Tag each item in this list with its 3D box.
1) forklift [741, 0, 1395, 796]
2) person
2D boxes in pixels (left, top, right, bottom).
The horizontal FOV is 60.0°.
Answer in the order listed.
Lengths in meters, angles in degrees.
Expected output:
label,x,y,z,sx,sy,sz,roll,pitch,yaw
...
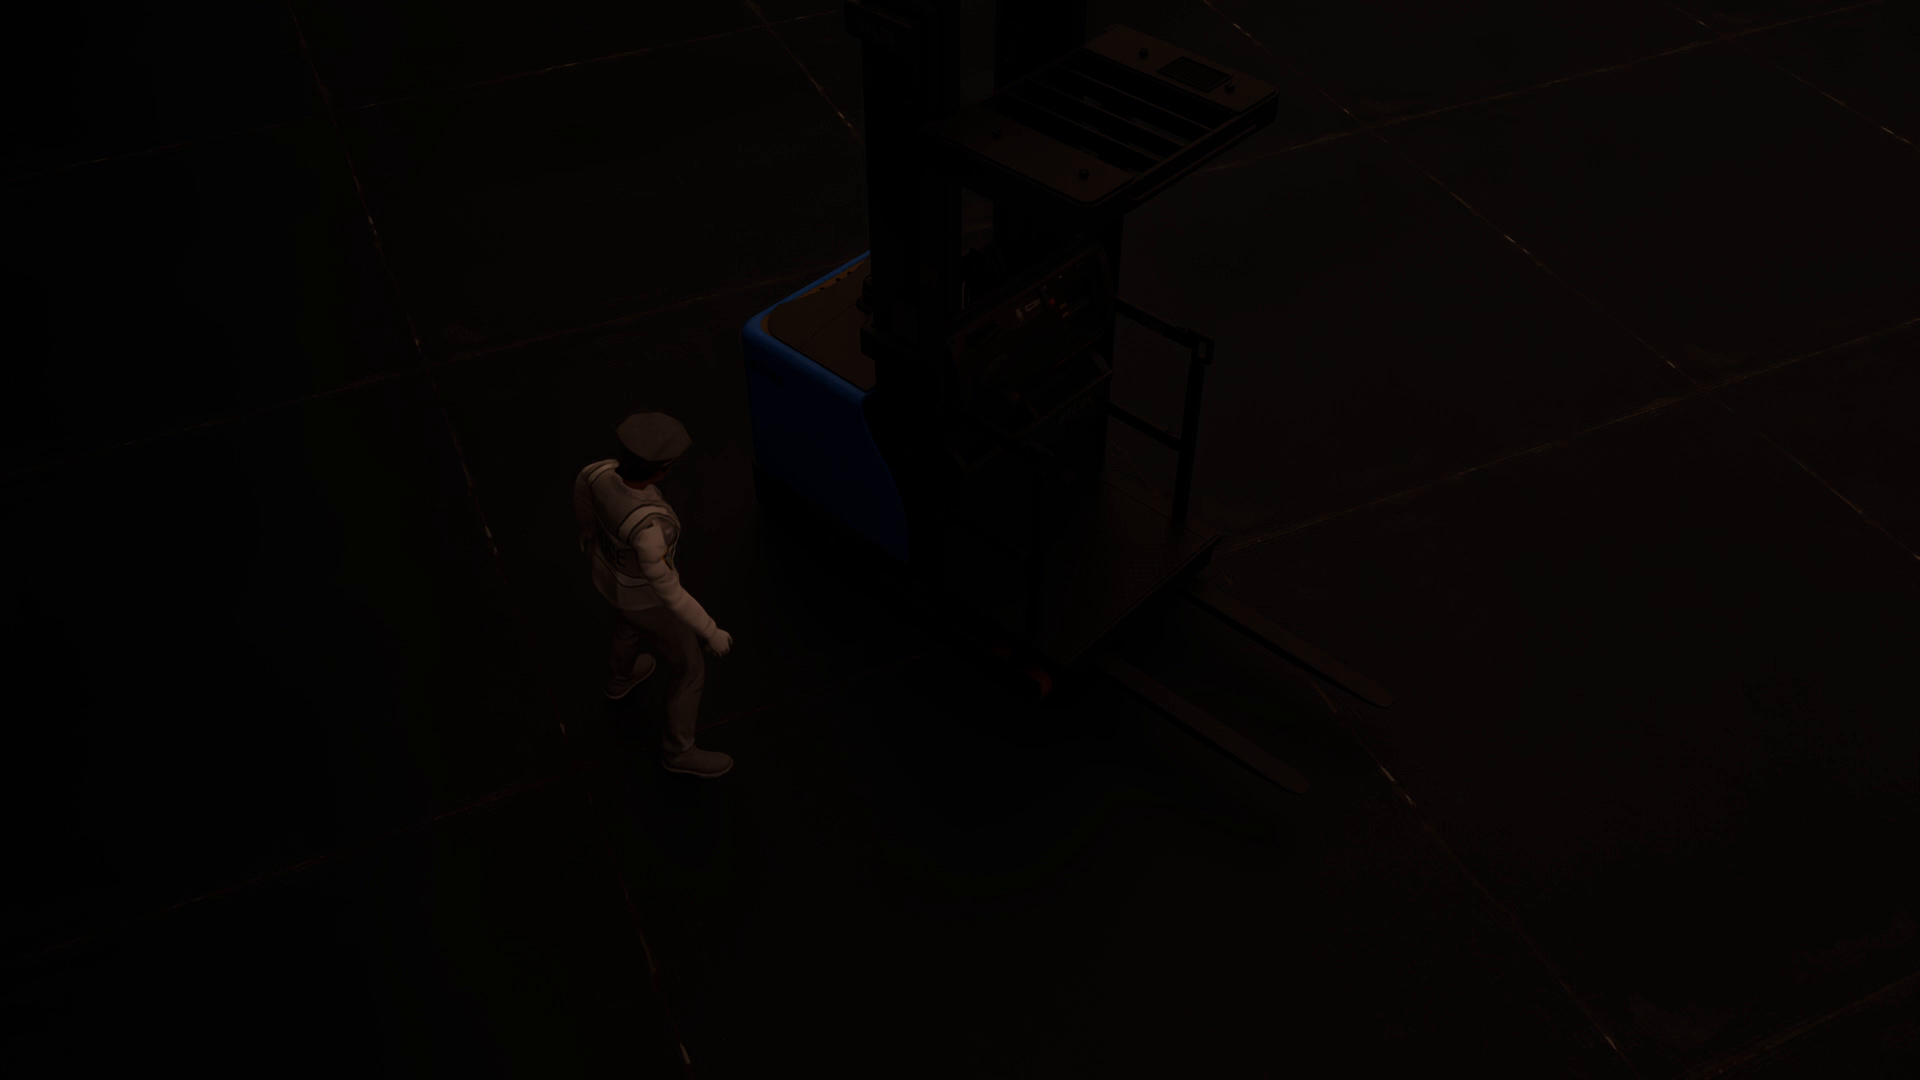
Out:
label,x,y,z,sx,sy,sz,roll,pitch,yaw
forklift,0.445,-0.788,6.525,3.031,2.935,1.130,32,52,30
person,-1.198,0.181,6.453,0.392,1.634,0.824,-26,49,-25
